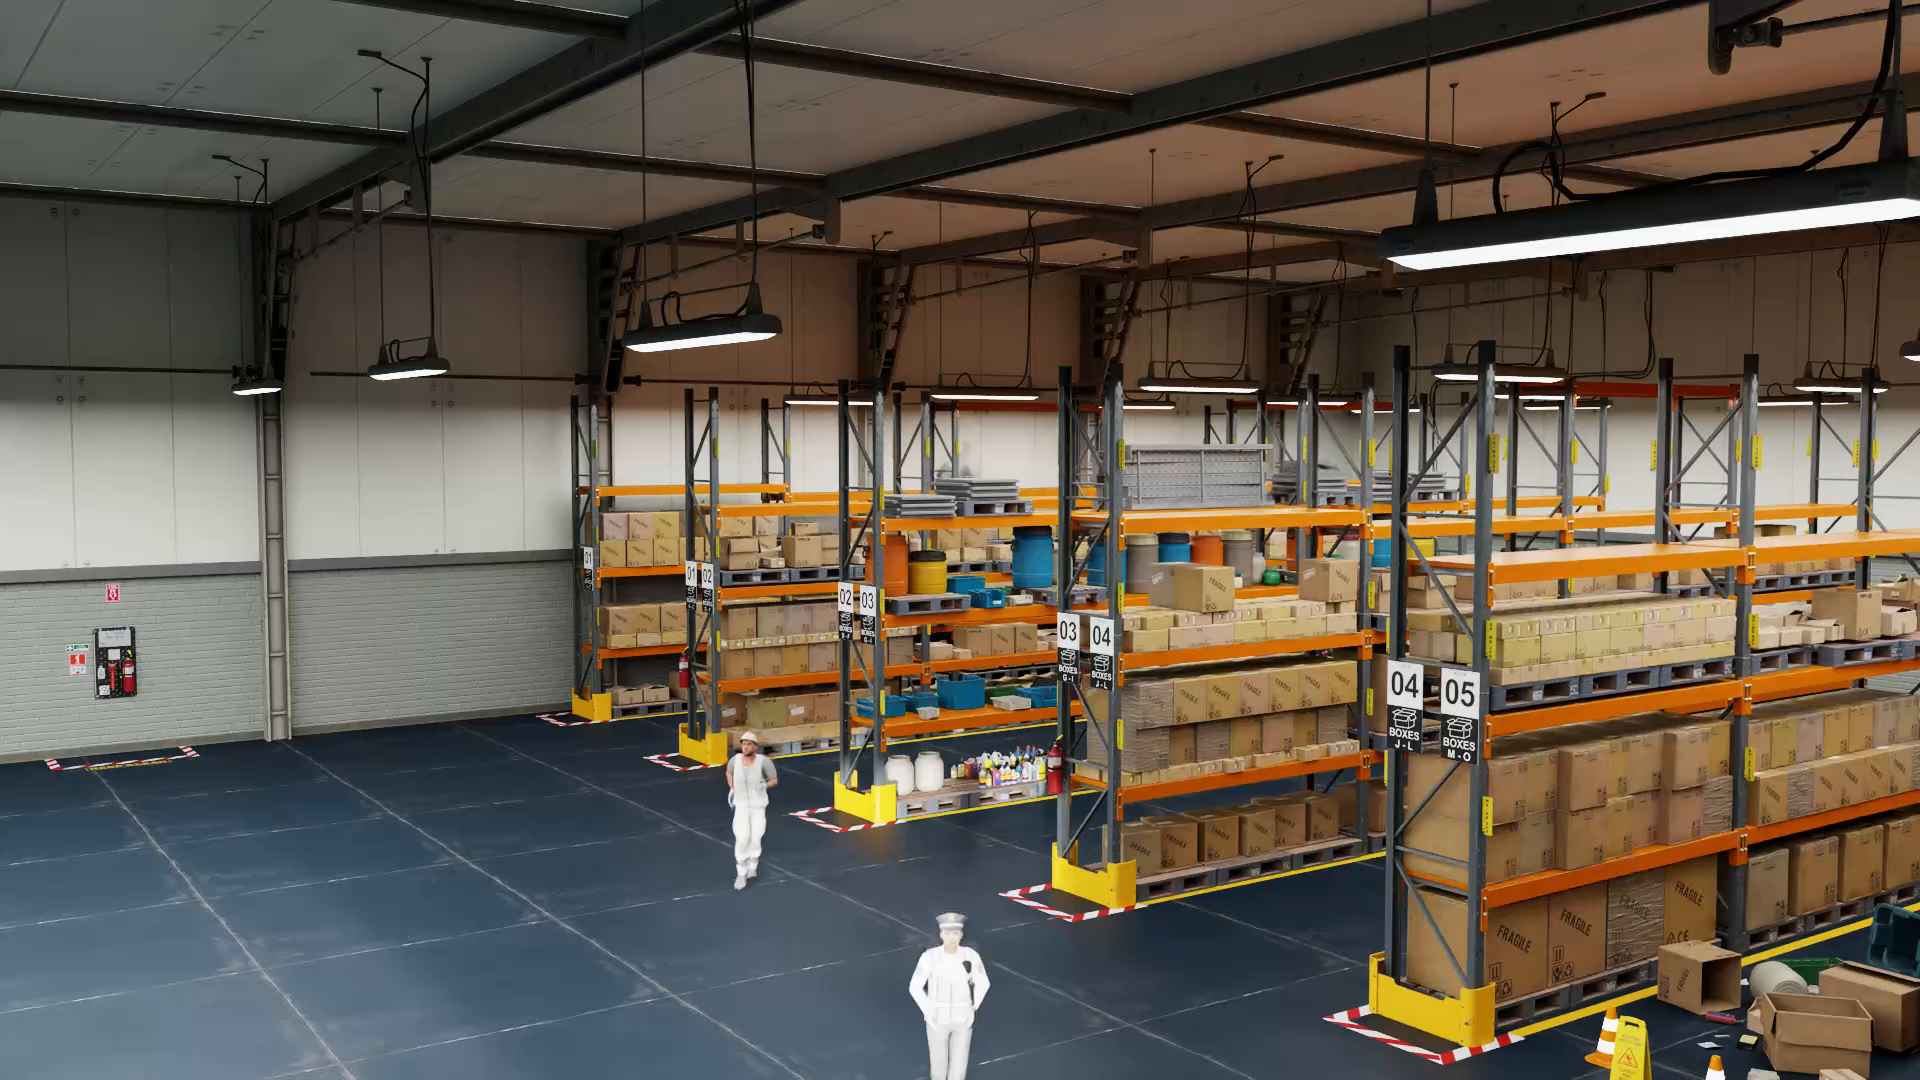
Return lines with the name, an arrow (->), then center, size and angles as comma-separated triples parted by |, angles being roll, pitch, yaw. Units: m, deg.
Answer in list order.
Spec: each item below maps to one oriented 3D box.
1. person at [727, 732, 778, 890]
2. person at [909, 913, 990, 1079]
person -> -2.416, 3.129, 19.257 | 0.616, 1.832, 0.746 | 0, 3, -2
person -> -0.074, 3.584, 12.452 | 0.605, 1.652, 0.700 | 0, 3, -5
